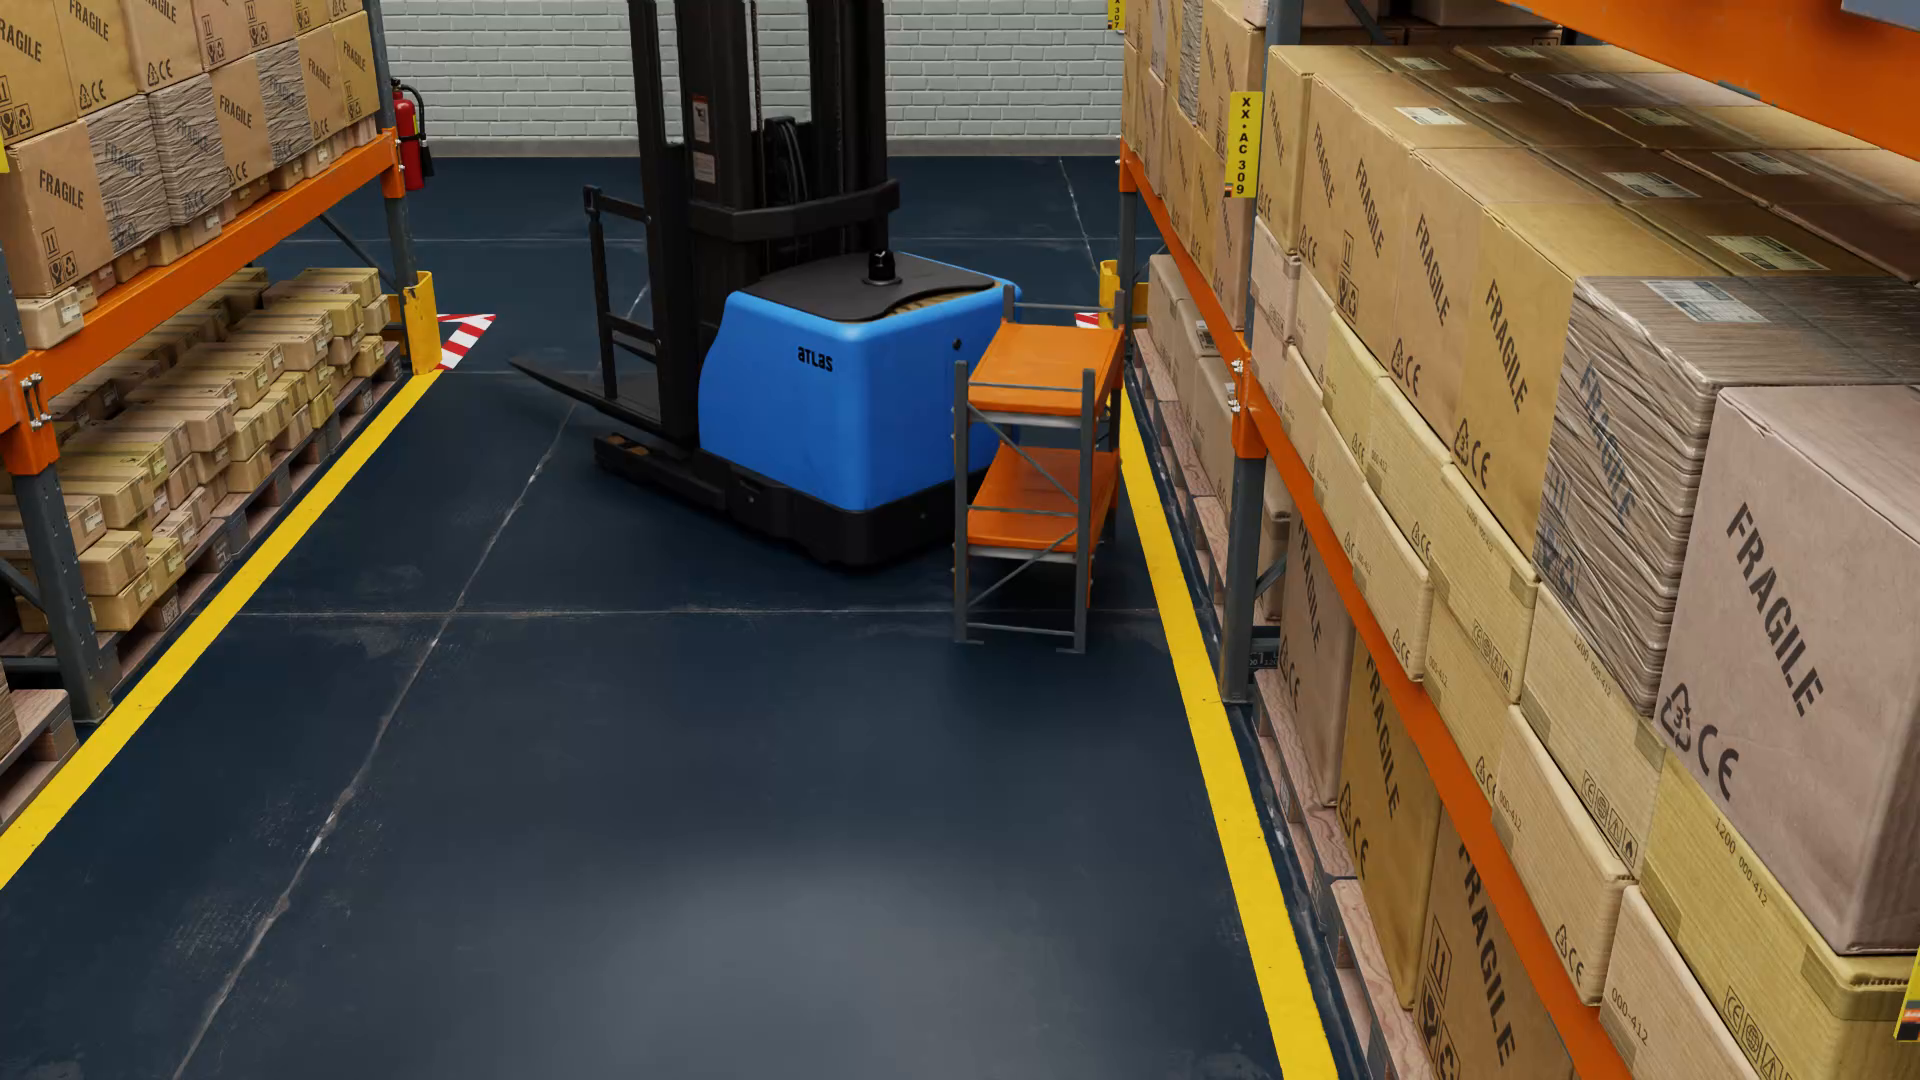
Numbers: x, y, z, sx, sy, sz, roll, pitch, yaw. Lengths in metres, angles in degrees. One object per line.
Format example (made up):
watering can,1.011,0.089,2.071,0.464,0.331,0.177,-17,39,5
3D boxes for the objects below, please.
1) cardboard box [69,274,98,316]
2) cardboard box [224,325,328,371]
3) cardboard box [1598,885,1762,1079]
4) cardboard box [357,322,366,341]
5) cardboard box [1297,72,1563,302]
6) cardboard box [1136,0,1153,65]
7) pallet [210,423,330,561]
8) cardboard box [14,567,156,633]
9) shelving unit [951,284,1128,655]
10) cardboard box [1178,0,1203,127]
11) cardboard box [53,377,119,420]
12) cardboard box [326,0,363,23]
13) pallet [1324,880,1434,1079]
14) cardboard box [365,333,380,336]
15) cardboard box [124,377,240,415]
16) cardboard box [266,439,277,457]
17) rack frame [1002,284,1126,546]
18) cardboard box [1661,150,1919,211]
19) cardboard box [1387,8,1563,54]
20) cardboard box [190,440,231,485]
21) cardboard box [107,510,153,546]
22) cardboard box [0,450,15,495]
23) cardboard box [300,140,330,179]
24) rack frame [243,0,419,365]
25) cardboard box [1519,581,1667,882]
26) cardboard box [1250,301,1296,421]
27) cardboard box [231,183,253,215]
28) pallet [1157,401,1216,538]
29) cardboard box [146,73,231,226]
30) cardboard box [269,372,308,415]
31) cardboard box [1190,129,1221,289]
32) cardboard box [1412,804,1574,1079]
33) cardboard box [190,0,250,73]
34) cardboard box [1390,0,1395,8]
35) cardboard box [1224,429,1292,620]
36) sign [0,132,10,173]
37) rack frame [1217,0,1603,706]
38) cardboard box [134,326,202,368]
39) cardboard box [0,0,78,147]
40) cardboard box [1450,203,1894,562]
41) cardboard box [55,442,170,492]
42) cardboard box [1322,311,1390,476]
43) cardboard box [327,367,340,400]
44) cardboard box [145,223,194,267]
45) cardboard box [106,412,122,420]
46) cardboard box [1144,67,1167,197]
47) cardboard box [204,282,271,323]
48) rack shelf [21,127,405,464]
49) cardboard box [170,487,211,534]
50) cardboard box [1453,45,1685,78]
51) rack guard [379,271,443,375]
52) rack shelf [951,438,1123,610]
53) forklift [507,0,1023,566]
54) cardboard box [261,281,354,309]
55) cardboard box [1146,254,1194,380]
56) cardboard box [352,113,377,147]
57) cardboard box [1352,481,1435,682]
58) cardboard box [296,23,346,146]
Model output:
cardboard box,-3.263,-0.849,5.793,0.380,0.149,0.250,0,24,1
cardboard box,-3.222,-0.907,7.843,0.380,0.149,0.250,1,24,1
cardboard box,1.217,0.706,2.231,0.500,0.250,0.500,-1,24,-2
cardboard box,-3.314,-1.092,8.612,0.380,0.149,0.250,-1,24,-2
cardboard box,1.189,-0.912,4.293,0.500,0.500,0.500,0,24,-1
cardboard box,1.128,-2.541,7.893,0.500,0.500,0.500,-1,24,-2
pallet,-3.569,-0.250,7.546,1.003,0.211,1.213,0,24,-1
cardboard box,-3.193,0.217,6.081,0.380,0.149,0.250,-1,24,-3
shelving unit,0.328,-0.309,6.567,0.538,1.125,1.048,5,25,10
cardboard box,1.145,-1.917,6.513,0.500,0.500,0.500,0,24,0
cardboard box,-3.862,-0.586,7.133,0.380,0.149,0.250,-1,24,-2
cardboard box,-3.300,-2.837,8.187,0.500,0.500,0.500,-1,24,-2
pallet,1.538,1.289,4.144,1.003,0.211,1.213,0,24,-1
cardboard box,-3.340,-1.064,8.913,0.380,0.149,0.250,0,24,0
cardboard box,-3.335,-0.588,7.138,0.380,0.149,0.250,-1,24,-3
cardboard box,-3.327,-0.426,7.501,0.380,0.149,0.250,0,24,1
rack frame,0.426,-0.514,7.022,0.500,1.125,0.032,5,25,10
cardboard box,1.714,-0.486,3.350,0.500,0.500,0.500,0,24,0
cardboard box,1.675,-1.502,5.596,0.500,0.500,0.500,0,24,0
cardboard box,-3.305,-0.347,6.966,0.380,0.149,0.250,1,24,2
cardboard box,-3.287,-0.022,6.248,0.380,0.149,0.250,0,24,0
cardboard box,-3.827,-0.256,6.404,0.380,0.149,0.250,0,24,-1
cardboard box,-3.259,-1.829,7.959,0.380,0.149,0.250,0,24,1
rack frame,-3.554,-2.388,8.889,1.000,3.000,0.127,0,24,-1
cardboard box,1.213,0.276,2.576,0.500,0.250,0.500,-1,24,-2
cardboard box,1.179,-0.553,5.014,0.500,0.250,0.500,-1,24,-2
cardboard box,-3.323,-1.500,7.231,0.380,0.149,0.250,0,24,0
pallet,1.492,-0.351,7.769,1.003,0.211,1.213,0,24,-1
cardboard box,-3.246,-1.537,6.527,0.500,0.500,0.500,-1,24,-2
cardboard box,-3.253,-0.666,7.672,0.380,0.149,0.250,1,24,2
cardboard box,1.166,-1.251,6.255,0.500,0.500,0.500,-1,24,-2
cardboard box,1.552,0.969,3.536,0.875,0.875,0.875,0,24,0
cardboard box,-3.271,-2.196,6.770,0.500,0.500,0.500,-1,24,-2
cardboard box,1.630,-1.942,5.782,0.380,0.149,0.250,-1,24,-1
cardboard box,1.539,-0.087,6.401,0.875,0.438,0.875,-1,24,-1
sign,-2.956,-1.271,5.015,0.100,0.325,0.005,0,24,-1
rack frame,1.438,-0.803,5.386,1.000,3.000,0.127,0,24,-1
cardboard box,-3.811,-0.900,7.828,0.380,0.149,0.250,1,24,2
cardboard box,-3.272,-1.563,5.371,0.500,0.500,0.500,0,24,1
cardboard box,1.202,-0.284,2.904,0.500,0.500,0.500,0,24,-1
cardboard box,-3.303,-0.264,6.421,0.380,0.149,0.250,-1,24,-1
cardboard box,1.174,-0.358,3.976,0.500,0.250,0.500,0,24,0
cardboard box,-3.303,-0.748,8.213,0.380,0.149,0.250,0,24,0
cardboard box,-3.253,-1.175,6.513,0.380,0.149,0.250,0,24,0
cardboard box,-3.777,-0.437,7.165,0.380,0.149,0.250,-1,24,-3
cardboard box,1.134,-1.880,7.646,0.500,0.500,0.500,0,24,-1
cardboard box,-3.765,-1.221,8.537,0.380,0.149,0.250,0,24,0
rack shelf,-3.532,-1.236,7.216,1.077,0.370,4.000,0,24,-1
cardboard box,-3.303,-0.100,6.780,0.380,0.149,0.250,-1,24,-2
cardboard box,1.694,-1.122,4.755,0.500,0.500,0.500,1,24,1
rack guard,-3.553,-1.218,9.335,1.175,0.500,0.348,0,24,-1
rack shelf,0.328,-0.086,6.668,0.538,0.278,1.000,5,25,10
forklift,-1.108,-1.743,7.546,1.130,2.935,3.031,-22,32,-40
cardboard box,-3.350,-1.230,8.559,0.380,0.149,0.250,0,24,0
cardboard box,1.502,-1.204,8.872,0.875,0.438,0.875,-1,24,-2
cardboard box,-3.268,-2.140,8.647,0.380,0.149,0.250,0,24,0
cardboard box,1.172,0.078,3.620,0.500,0.250,0.500,-1,24,-1
cardboard box,-3.291,-2.173,7.931,0.500,0.500,0.500,-1,24,-1
